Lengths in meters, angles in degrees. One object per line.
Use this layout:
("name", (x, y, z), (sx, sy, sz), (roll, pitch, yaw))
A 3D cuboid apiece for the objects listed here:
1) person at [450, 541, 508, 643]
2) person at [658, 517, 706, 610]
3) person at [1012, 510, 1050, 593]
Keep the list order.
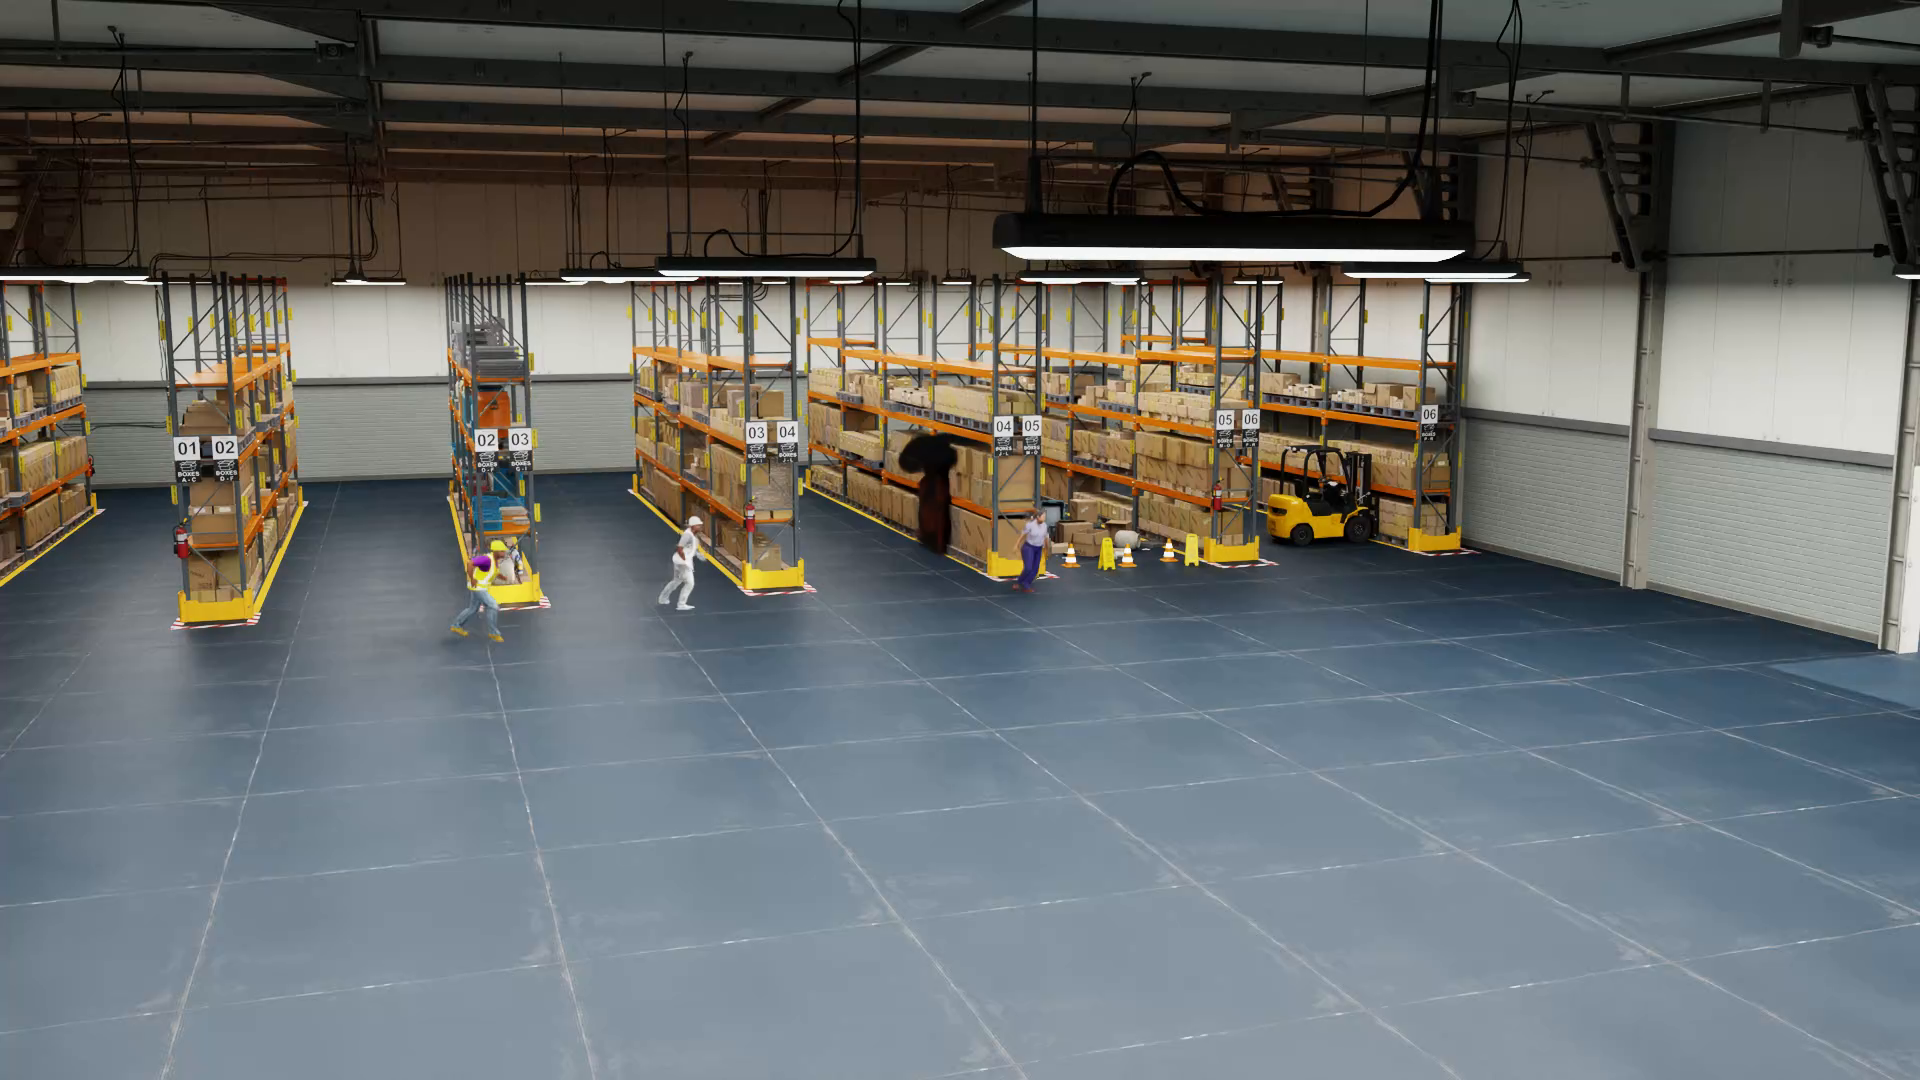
("person", (-7.838, 0.859, 27.062), (1.046, 1.717, 0.752), (1, 9, 8))
("person", (-5.003, 0.411, 29.790), (0.870, 1.693, 0.702), (-1, 9, -6))
("person", (1.343, 0.228, 31.416), (0.649, 1.589, 0.539), (-6, 11, -37))
